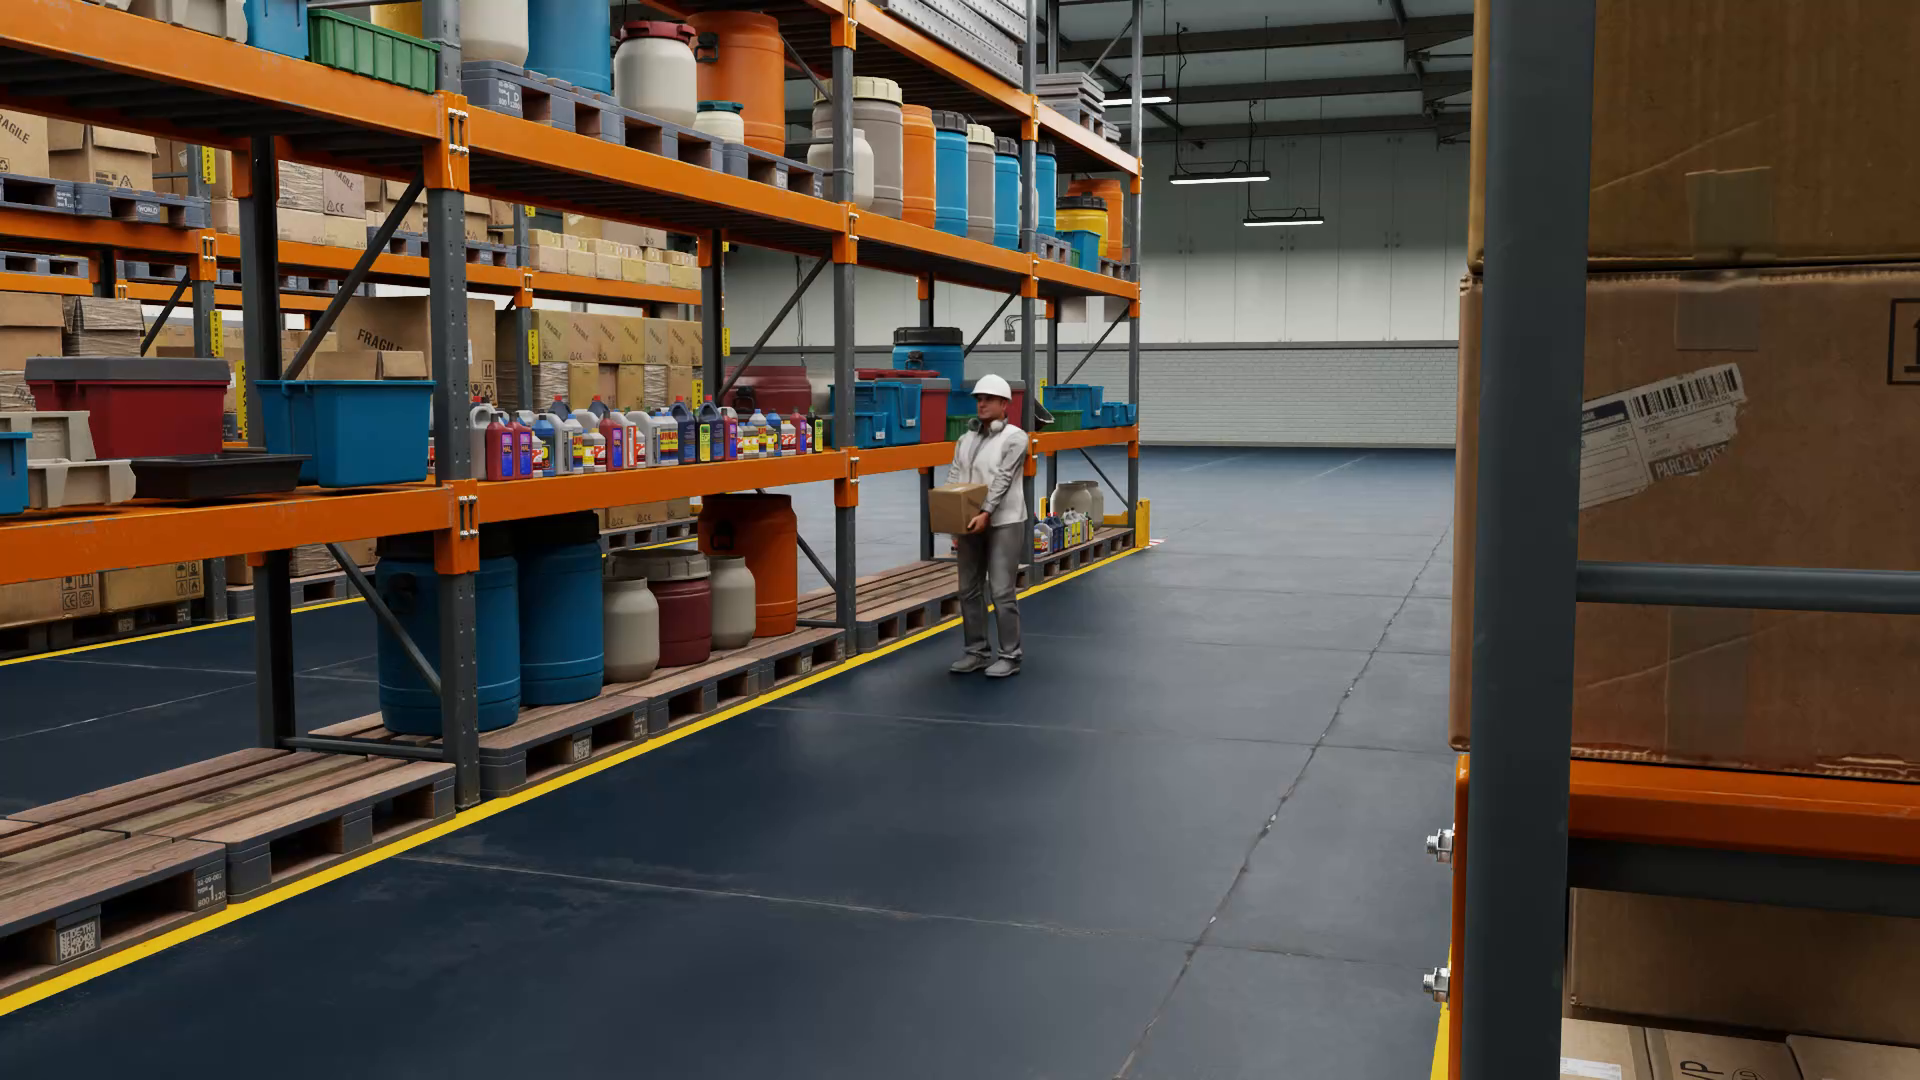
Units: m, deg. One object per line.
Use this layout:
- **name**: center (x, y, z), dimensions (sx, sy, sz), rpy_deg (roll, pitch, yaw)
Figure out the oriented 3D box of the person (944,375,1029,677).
- **person**: center (0.130, -0.083, 9.791), dimensions (0.495, 1.772, 0.553), rpy_deg (4, 7, 40)
